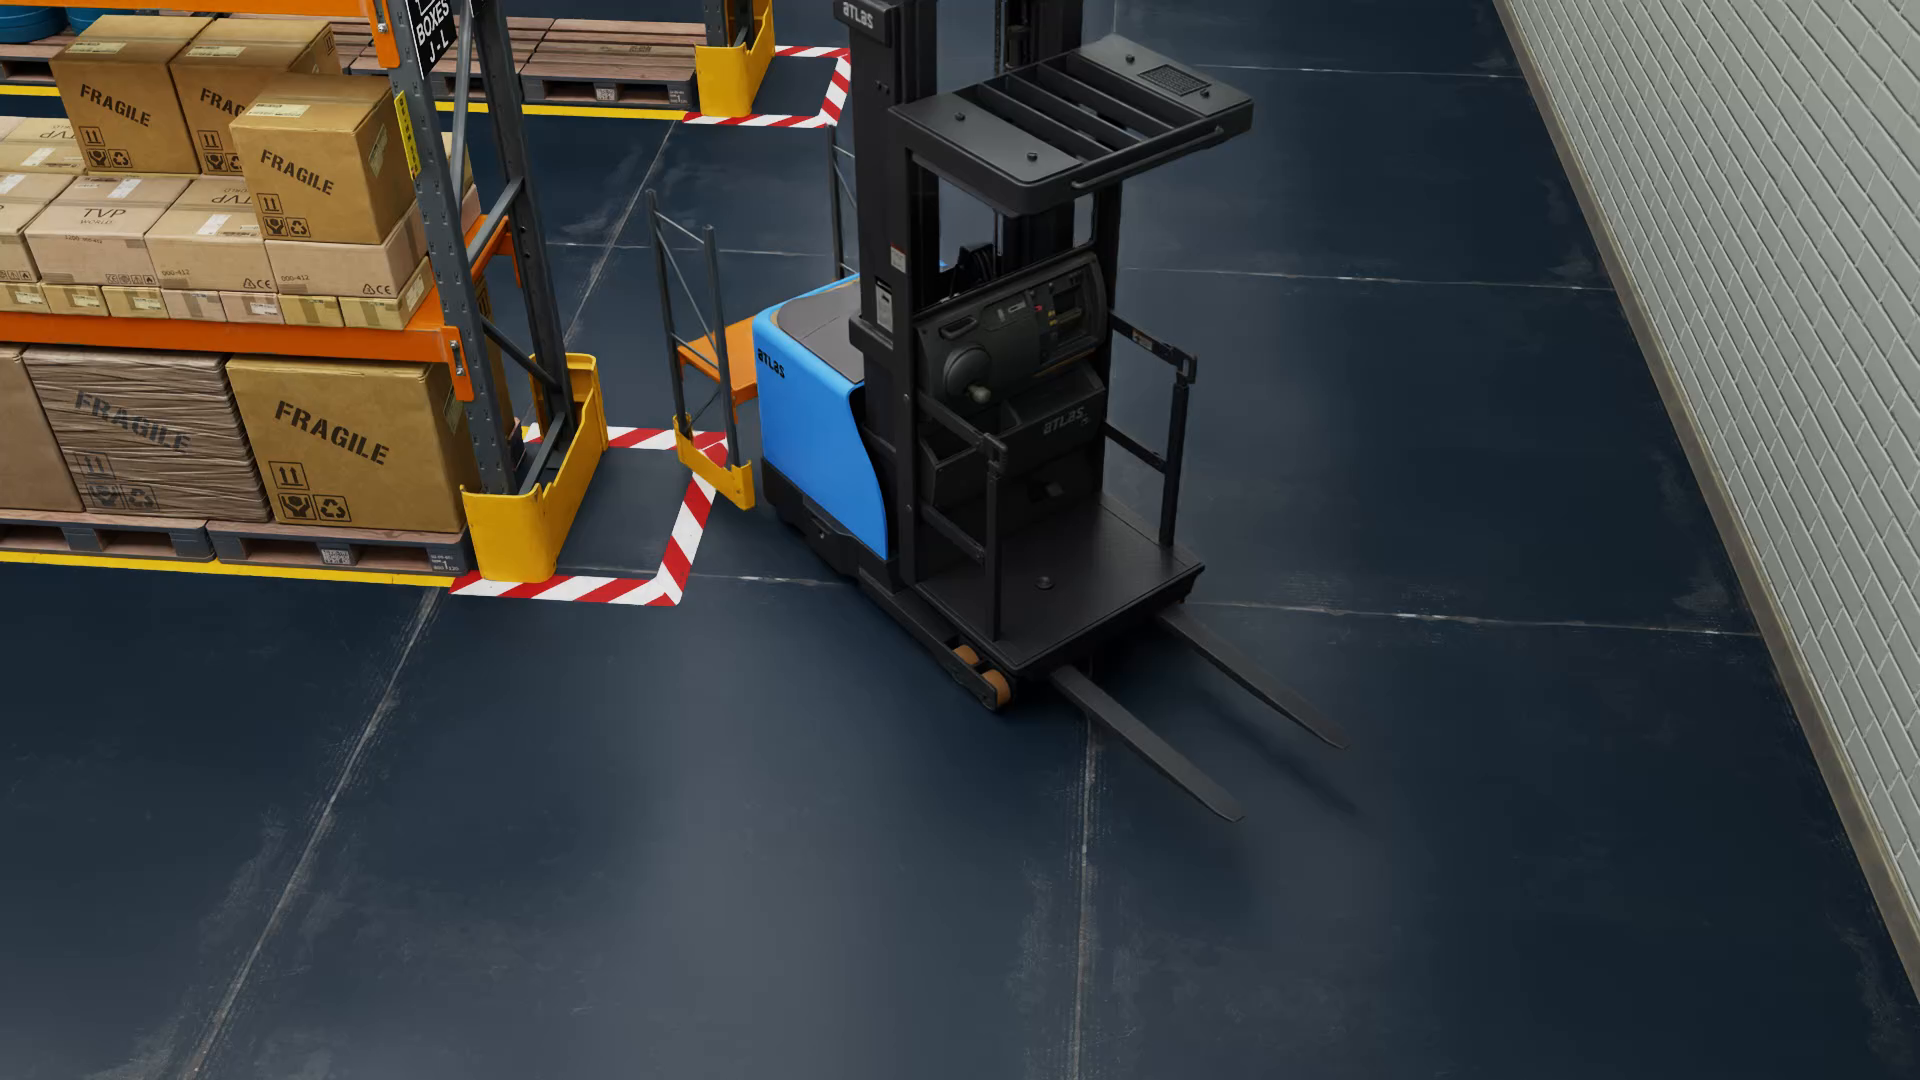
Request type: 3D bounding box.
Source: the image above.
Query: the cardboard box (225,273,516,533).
[{"bbox_3d":[-2.684,-0.662,7.708,0.875,0.875,0.875,3,39,4],"label":"cardboard box"}]

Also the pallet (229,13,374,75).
[{"bbox_3d":[-4.861,-3.574,12.144,1.213,0.211,1.003,3,39,4],"label":"pallet"}]

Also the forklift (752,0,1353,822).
[{"bbox_3d":[0.355,-0.780,6.557,1.130,2.935,3.031,-27,46,-29],"label":"forklift"}]

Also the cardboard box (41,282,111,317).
[{"bbox_3d":[-3.699,-1.122,7.121,0.250,0.149,0.380,3,39,4],"label":"cardboard box"}]

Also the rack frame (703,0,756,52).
[{"bbox_3d":[-1.612,-4.453,11.016,0.127,3.000,1.000,3,39,4],"label":"rack frame"}]

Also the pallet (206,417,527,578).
[{"bbox_3d":[-2.843,-0.251,8.062,1.213,0.211,1.003,3,39,4],"label":"pallet"}]

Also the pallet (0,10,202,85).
[{"bbox_3d":[-6.362,-3.658,12.247,1.213,0.211,1.003,3,39,4],"label":"pallet"}]

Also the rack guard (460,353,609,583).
[{"bbox_3d":[-2.015,-0.368,7.976,0.348,0.500,1.175,3,39,4],"label":"rack guard"}]

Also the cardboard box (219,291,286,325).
[{"bbox_3d":[-2.933,-1.081,7.071,0.250,0.149,0.380,3,39,4],"label":"cardboard box"}]

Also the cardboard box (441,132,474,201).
[{"bbox_3d":[-2.494,-1.591,7.383,0.500,0.250,0.500,2,39,3],"label":"cardboard box"}]

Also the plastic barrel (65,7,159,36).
[{"bbox_3d":[-6.138,-4.061,11.863,0.708,0.901,0.600,3,39,4],"label":"plastic barrel"}]

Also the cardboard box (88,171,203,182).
[{"bbox_3d":[-3.513,-1.645,7.449,0.500,0.250,0.500,2,39,2],"label":"cardboard box"}]

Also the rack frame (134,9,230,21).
[{"bbox_3d":[-5.597,-4.671,11.283,0.127,3.000,1.000,3,39,4],"label":"rack frame"}]

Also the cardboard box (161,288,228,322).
[{"bbox_3d":[-3.181,-1.095,7.089,0.250,0.149,0.380,4,39,5],"label":"cardboard box"}]

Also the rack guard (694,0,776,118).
[{"bbox_3d":[-1.587,-3.491,11.813,0.348,0.500,1.175,3,39,4],"label":"rack guard"}]

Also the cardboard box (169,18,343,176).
[{"bbox_3d":[-2.992,-1.910,7.179,0.500,0.500,0.500,2,39,3],"label":"cardboard box"}]

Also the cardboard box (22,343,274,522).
[{"bbox_3d":[-3.590,-0.711,7.769,0.875,0.875,0.875,3,39,4],"label":"cardboard box"}]

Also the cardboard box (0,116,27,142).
[{"bbox_3d":[-4.538,-1.700,7.516,0.500,0.250,0.500,4,39,5],"label":"cardboard box"}]

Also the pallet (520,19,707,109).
[{"bbox_3d":[-2.430,-3.441,11.981,1.213,0.211,1.003,3,39,4],"label":"pallet"}]

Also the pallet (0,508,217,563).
[{"bbox_3d":[-4.055,-0.319,8.146,1.213,0.211,1.003,3,39,4],"label":"pallet"}]

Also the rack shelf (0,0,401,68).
[{"bbox_3d":[-4.032,-2.332,6.603,4.000,0.370,1.077,3,39,4],"label":"rack shelf"}]

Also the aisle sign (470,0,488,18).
[{"bbox_3d":[-1.942,-2.531,6.595,0.004,0.787,0.394,3,39,4],"label":"aisle sign"}]

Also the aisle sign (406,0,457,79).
[{"bbox_3d":[-1.993,-2.154,6.131,0.004,0.787,0.394,3,39,4],"label":"aisle sign"}]

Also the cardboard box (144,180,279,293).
[{"bbox_3d":[-3.050,-1.283,7.004,0.500,0.250,0.500,2,39,3],"label":"cardboard box"}]

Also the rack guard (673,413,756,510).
[{"bbox_3d":[-1.213,-0.392,8.197,0.087,0.250,0.587,-29,46,-30],"label":"rack guard"}]

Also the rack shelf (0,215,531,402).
[{"bbox_3d":[-4.032,-1.168,7.549,4.000,0.370,1.077,3,39,4],"label":"rack shelf"}]

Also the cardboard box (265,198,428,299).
[{"bbox_3d":[-2.545,-1.255,6.969,0.500,0.250,0.500,3,39,3],"label":"cardboard box"}]

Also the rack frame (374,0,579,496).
[{"bbox_3d":[-2.039,-1.338,7.189,0.127,3.000,1.000,3,39,4],"label":"rack frame"}]

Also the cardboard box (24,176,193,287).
[{"bbox_3d":[-3.557,-1.311,7.038,0.500,0.250,0.500,2,39,2],"label":"cardboard box"}]

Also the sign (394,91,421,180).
[{"bbox_3d":[-2.100,-1.539,6.330,0.005,0.325,0.100,3,39,4],"label":"sign"}]

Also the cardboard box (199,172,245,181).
[{"bbox_3d":[-3.013,-1.616,7.412,0.500,0.250,0.500,3,39,3],"label":"cardboard box"}]

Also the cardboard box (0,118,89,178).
[{"bbox_3d":[-4.033,-1.670,7.480,0.500,0.250,0.500,2,39,3],"label":"cardboard box"}]

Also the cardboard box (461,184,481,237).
[{"bbox_3d":[-2.365,-1.468,7.547,0.250,0.149,0.380,4,39,4],"label":"cardboard box"}]

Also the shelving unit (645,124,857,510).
[{"bbox_3d":[-0.842,-1.087,8.061,1.083,1.500,0.587,-29,46,-30],"label":"shelving unit"}]

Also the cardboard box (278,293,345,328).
[{"bbox_3d":[-2.682,-1.066,7.053,0.250,0.149,0.380,4,39,4],"label":"cardboard box"}]

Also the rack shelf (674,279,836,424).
[{"bbox_3d":[-0.847,-0.942,8.168,1.000,0.185,0.538,-29,46,-30],"label":"rack shelf"}]

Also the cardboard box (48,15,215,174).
[{"bbox_3d":[-3.509,-1.934,7.209,0.500,0.500,0.500,2,39,3],"label":"cardboard box"}]

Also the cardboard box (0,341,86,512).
[{"bbox_3d":[-4.477,-0.760,7.828,0.875,0.875,0.875,3,39,4],"label":"cardboard box"}]

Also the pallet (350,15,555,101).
[{"bbox_3d":[-3.642,-3.509,12.065,1.213,0.211,1.003,3,39,4],"label":"pallet"}]

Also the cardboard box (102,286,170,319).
[{"bbox_3d":[-3.440,-1.108,7.104,0.250,0.149,0.380,2,39,3],"label":"cardboard box"}]

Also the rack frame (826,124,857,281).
[{"bbox_3d":[-0.464,-1.293,8.314,0.032,1.500,0.500,-29,46,-30],"label":"rack frame"}]

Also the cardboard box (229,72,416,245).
[{"bbox_3d":[-2.547,-1.548,6.735,0.500,0.500,0.500,4,39,4],"label":"cardboard box"}]

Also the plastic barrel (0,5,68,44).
[{"bbox_3d":[-6.843,-4.099,11.910,0.708,0.901,0.600,3,39,4],"label":"plastic barrel"}]

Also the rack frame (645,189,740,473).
[{"bbox_3d":[-1.234,-0.873,7.798,0.032,1.500,0.500,-29,46,-30],"label":"rack frame"}]

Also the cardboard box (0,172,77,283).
[{"bbox_3d":[-4.077,-1.336,7.069,0.500,0.250,0.500,3,39,4],"label":"cardboard box"}]

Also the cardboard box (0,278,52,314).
[{"bbox_3d":[-3.945,-1.137,7.140,0.250,0.149,0.380,4,39,5],"label":"cardboard box"}]

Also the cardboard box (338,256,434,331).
[{"bbox_3d":[-2.422,-1.053,7.037,0.250,0.149,0.380,4,39,5],"label":"cardboard box"}]
